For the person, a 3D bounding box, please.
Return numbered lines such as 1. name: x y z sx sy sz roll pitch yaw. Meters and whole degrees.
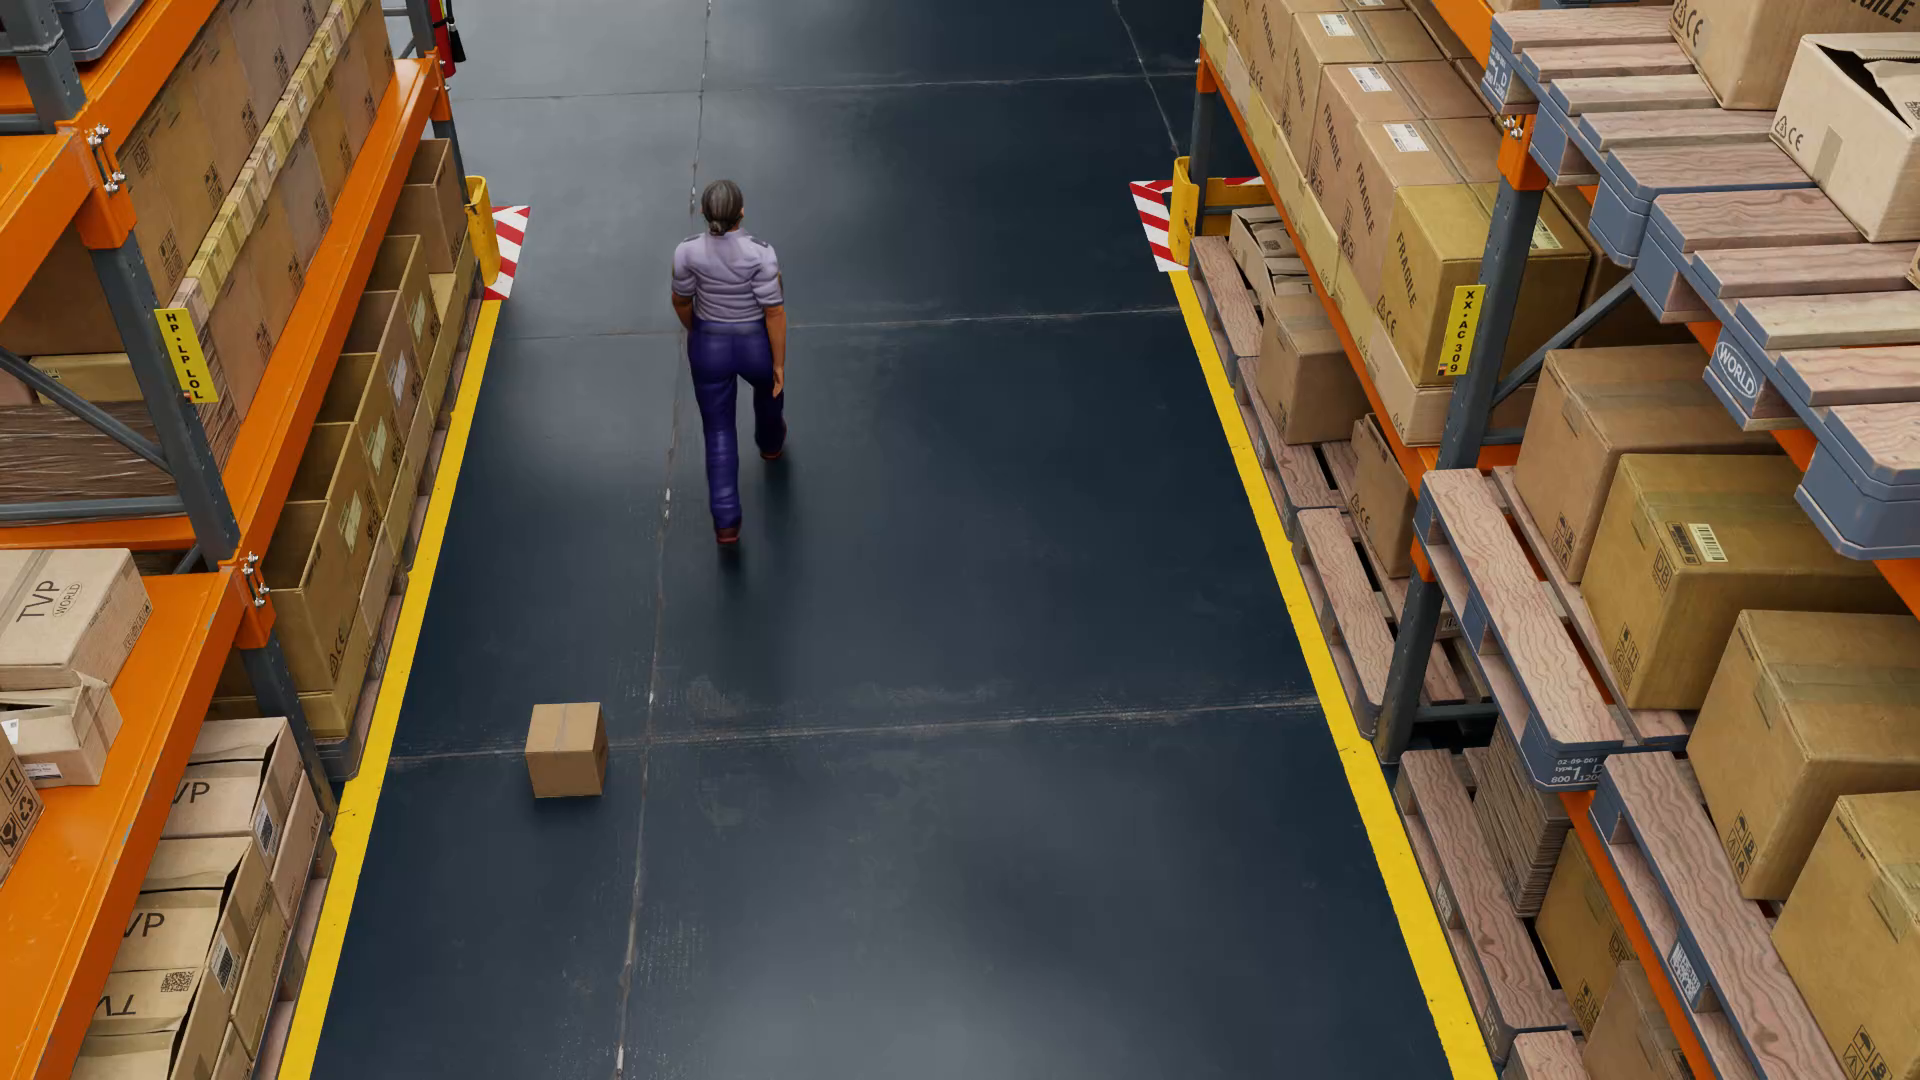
1. person: -0.982 -0.848 7.198 0.485 1.591 1.031 -3 39 -3
